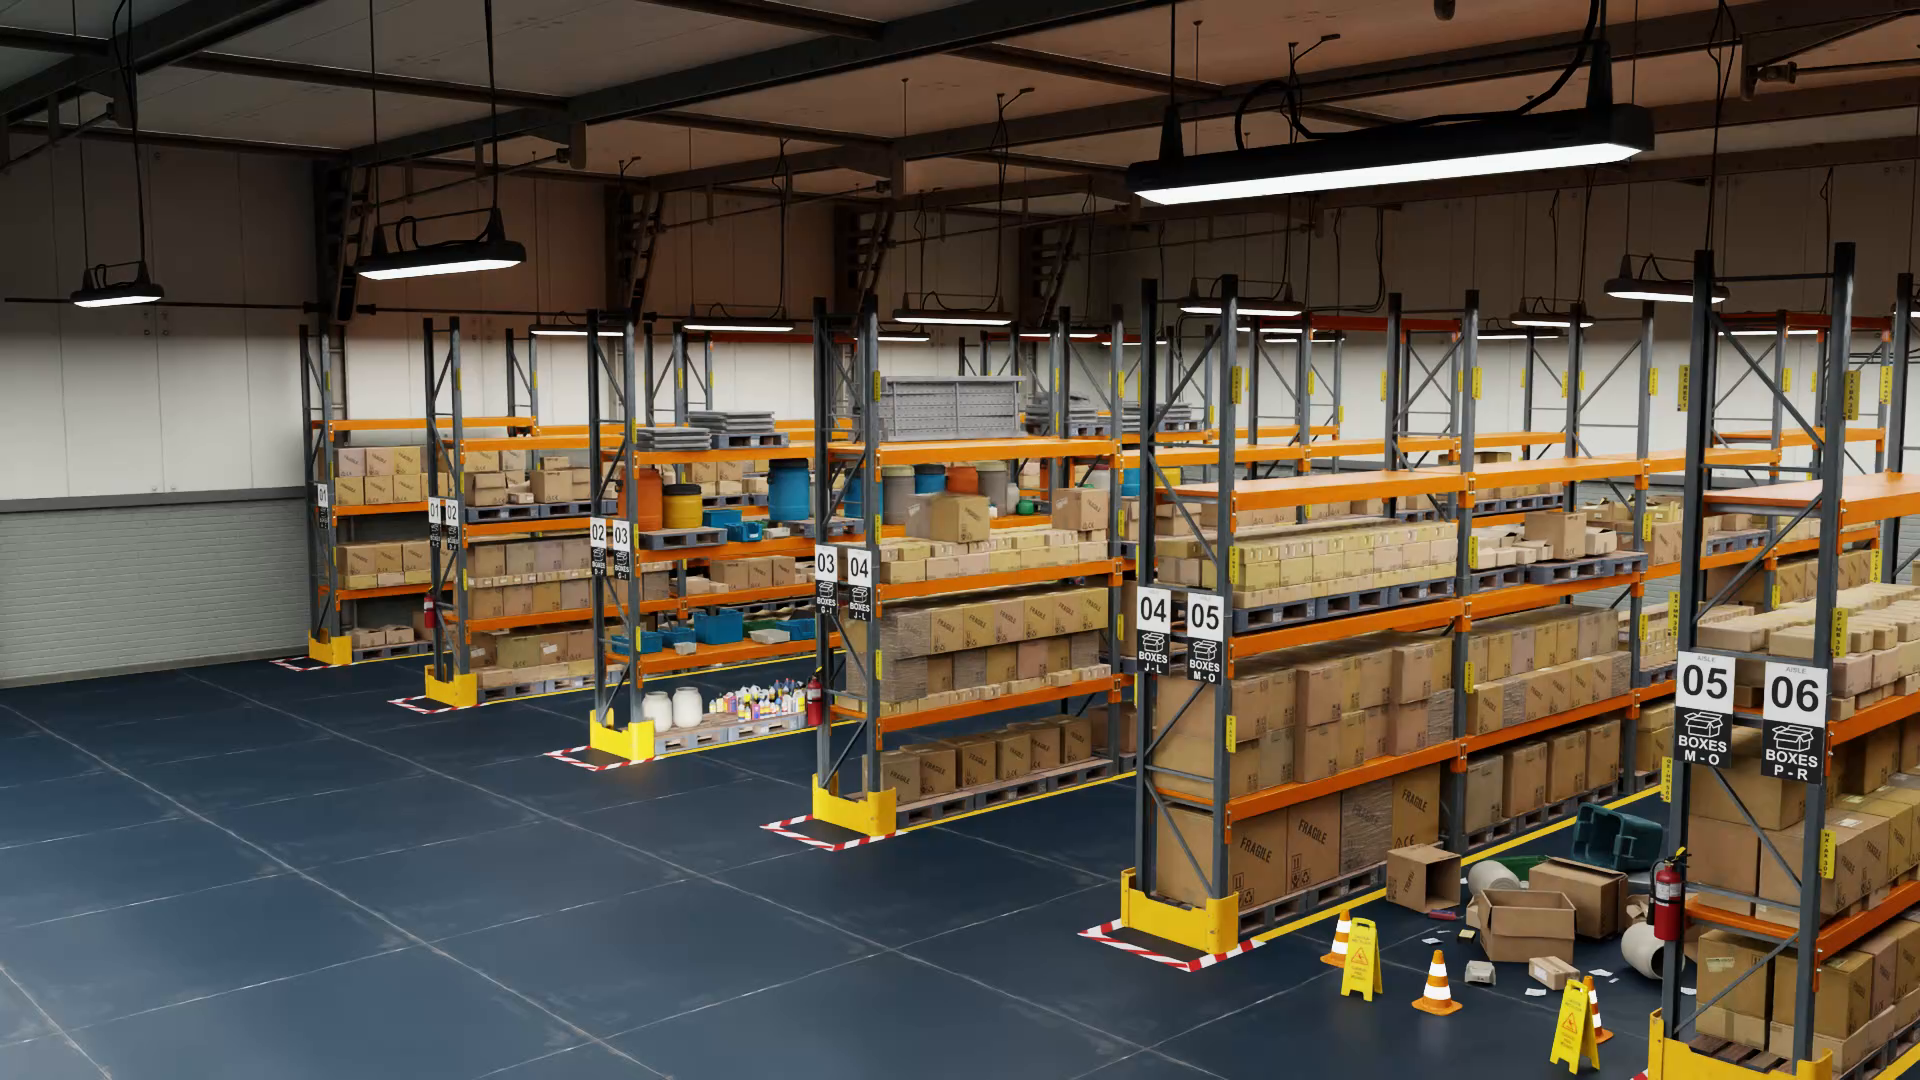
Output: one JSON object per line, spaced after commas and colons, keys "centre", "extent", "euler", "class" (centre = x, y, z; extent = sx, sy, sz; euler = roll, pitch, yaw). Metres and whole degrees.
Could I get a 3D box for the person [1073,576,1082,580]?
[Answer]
{"centre": [3.010, 0.181, 41.023], "extent": [0.472, 1.699, 0.408], "euler": [-5, 8, -42], "class": "person"}
